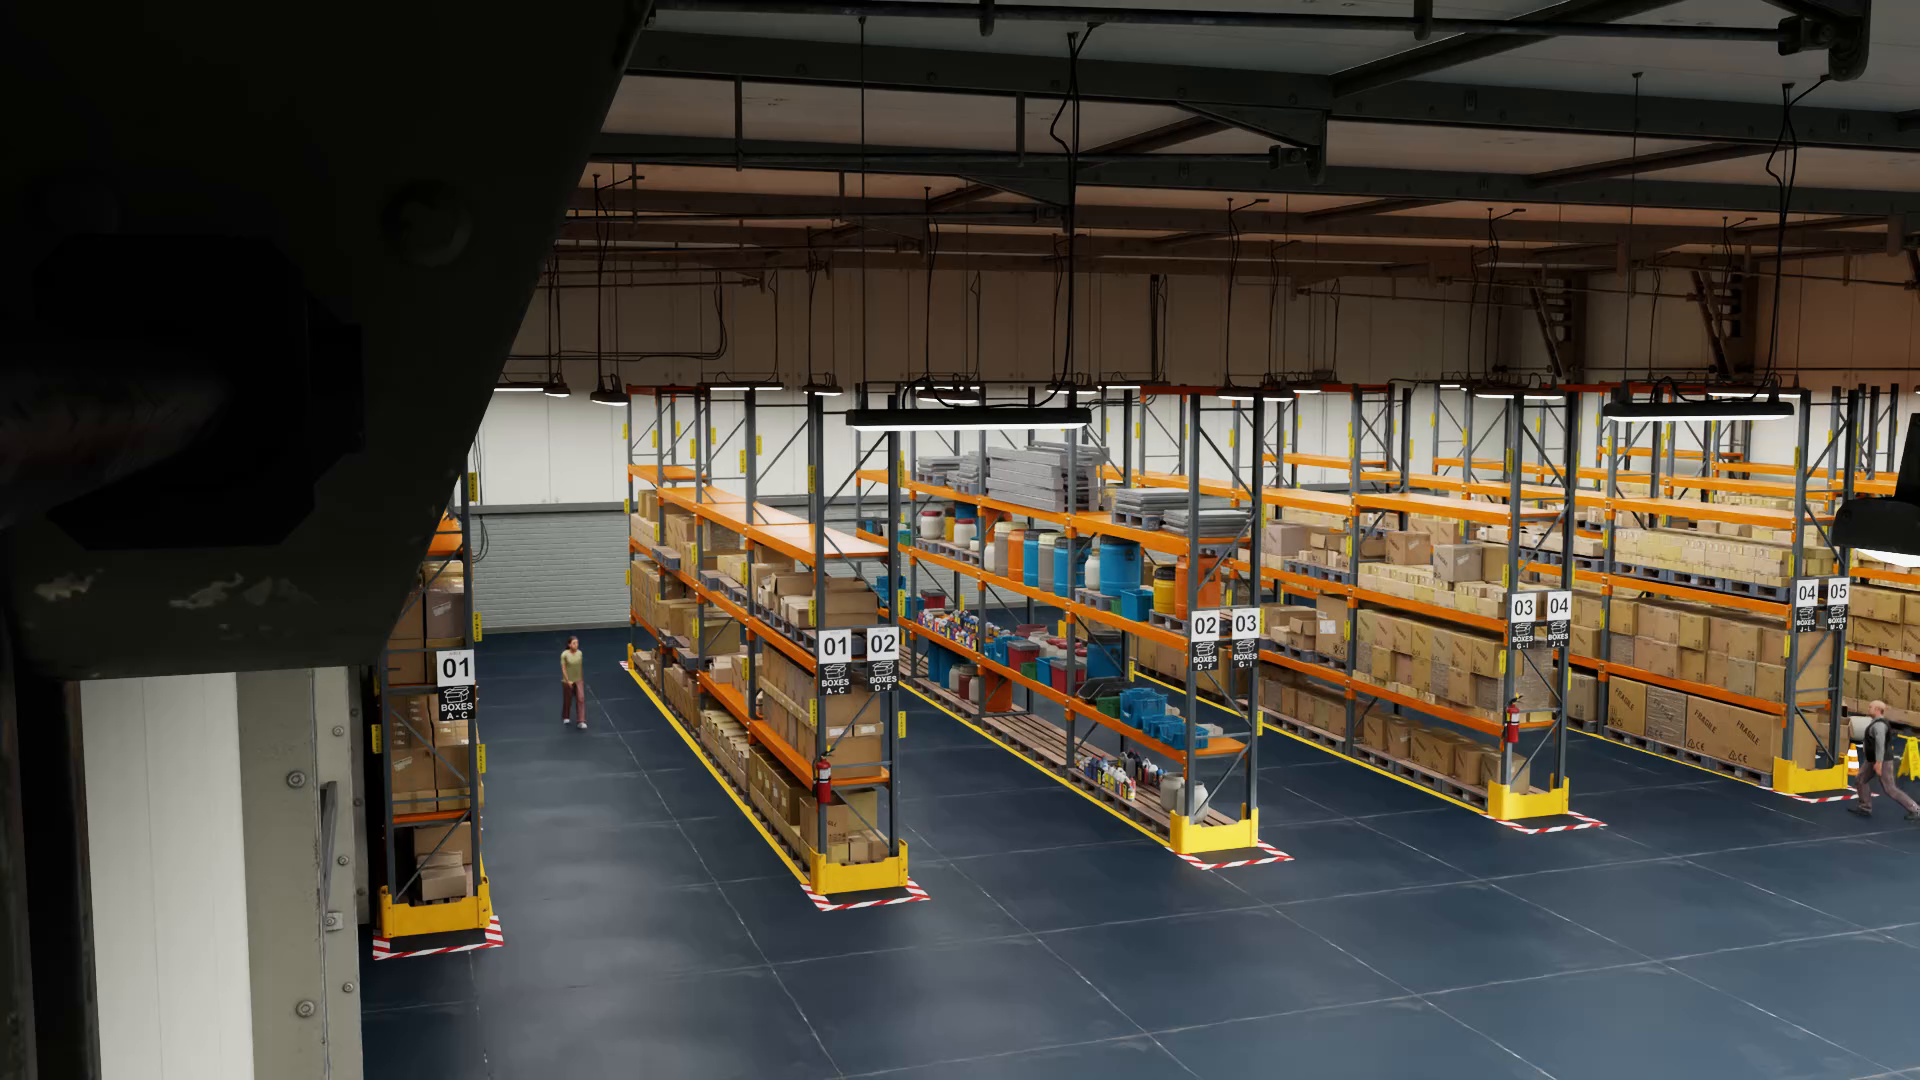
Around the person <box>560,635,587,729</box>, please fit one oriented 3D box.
[{"bbox_3d":[-6.800,2.487,29.308,0.451,1.607,1.009,-4,7,-32],"label":"person"}]

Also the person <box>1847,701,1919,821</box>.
[{"bbox_3d":[12.987,3.098,23.292,0.900,1.667,0.560,2,6,22],"label":"person"}]
